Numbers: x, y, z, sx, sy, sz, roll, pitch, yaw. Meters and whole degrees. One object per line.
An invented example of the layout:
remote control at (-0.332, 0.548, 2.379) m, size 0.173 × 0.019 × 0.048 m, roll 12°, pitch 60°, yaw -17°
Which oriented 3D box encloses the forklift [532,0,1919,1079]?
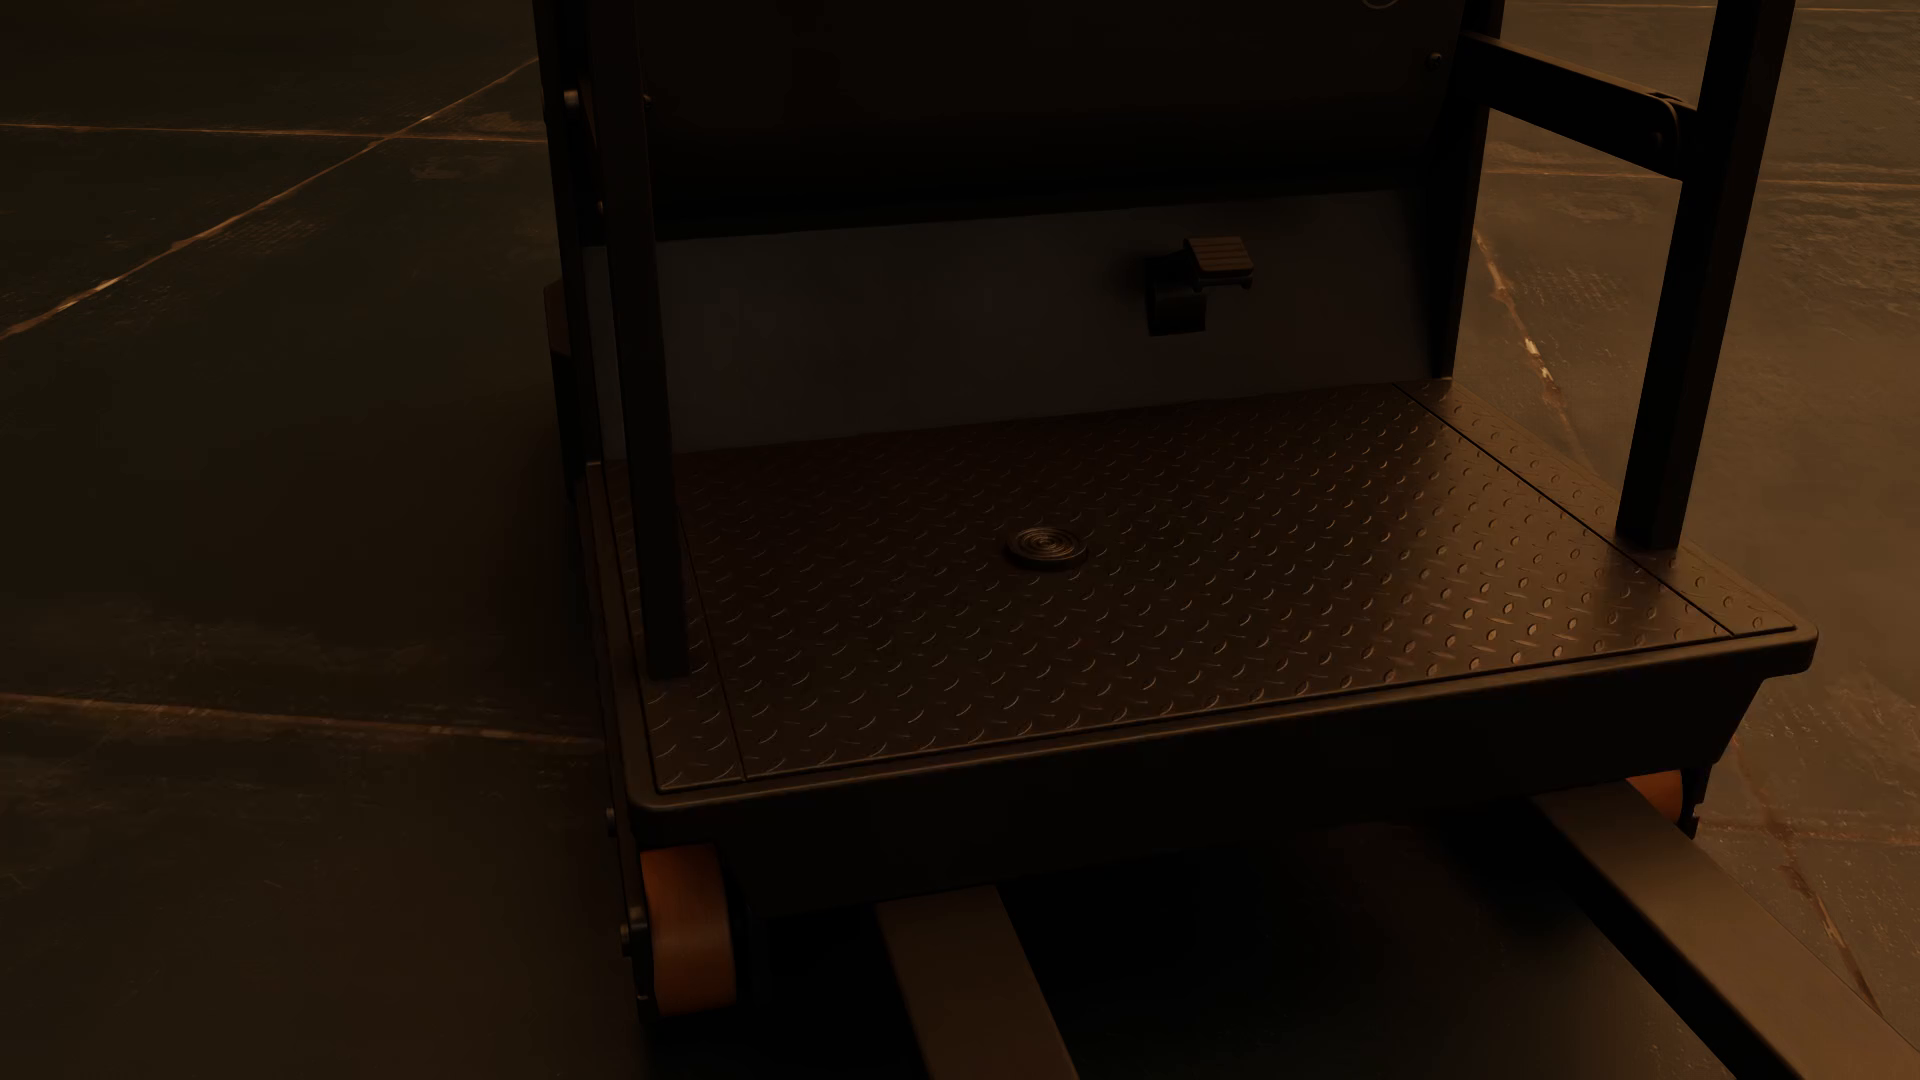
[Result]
forklift at (0.153, -1.049, 1.319) m, size 1.130 × 2.935 × 3.031 m, roll -7°, pitch 27°, yaw -13°
